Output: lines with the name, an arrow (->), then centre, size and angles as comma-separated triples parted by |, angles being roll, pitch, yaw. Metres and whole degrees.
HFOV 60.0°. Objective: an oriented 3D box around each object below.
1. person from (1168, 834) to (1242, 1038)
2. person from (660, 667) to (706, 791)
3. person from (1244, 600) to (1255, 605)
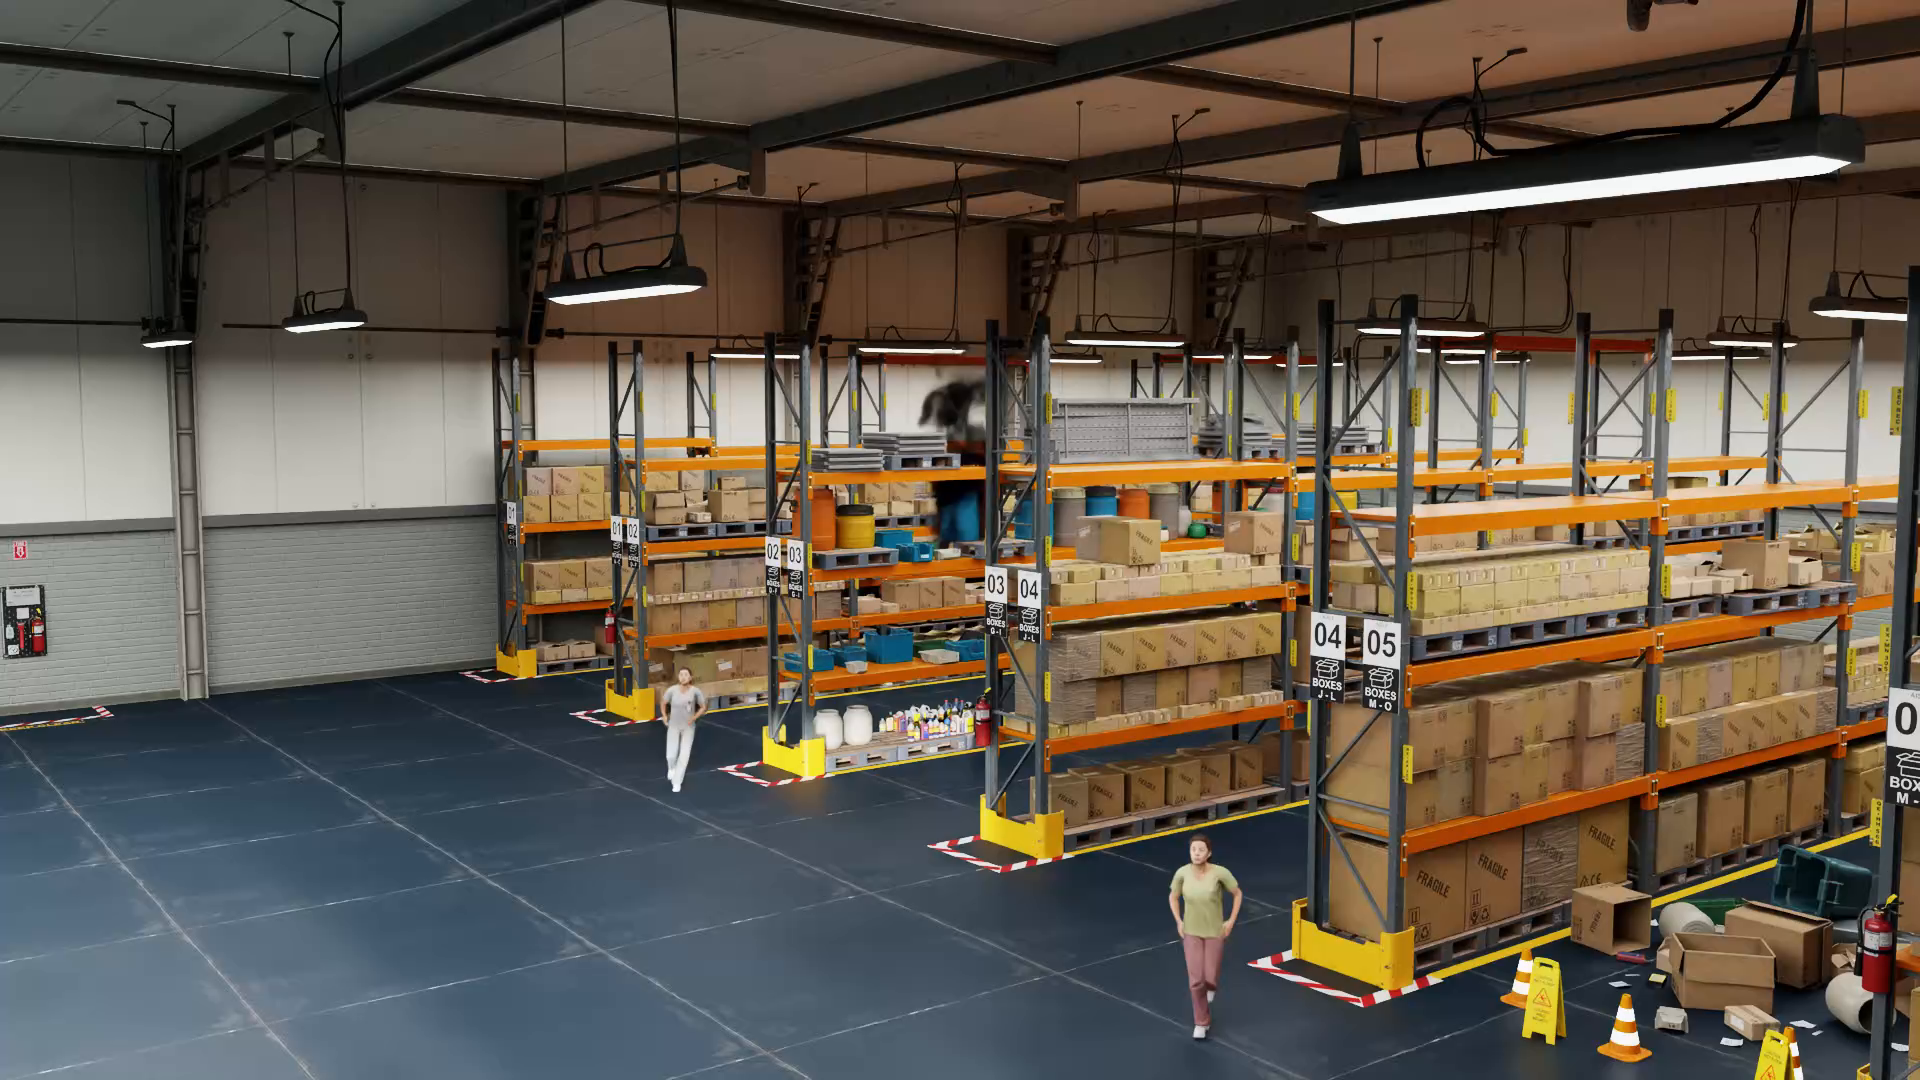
person -> 1.984, 3.173, 13.483 | 0.587, 1.640, 0.628 | 2, 5, 17
person -> -3.616, 2.453, 21.737 | 0.593, 1.624, 0.539 | 0, 5, -5
person -> 5.651, 1.492, 32.222 | 0.598, 1.747, 0.725 | 5, 7, 42
